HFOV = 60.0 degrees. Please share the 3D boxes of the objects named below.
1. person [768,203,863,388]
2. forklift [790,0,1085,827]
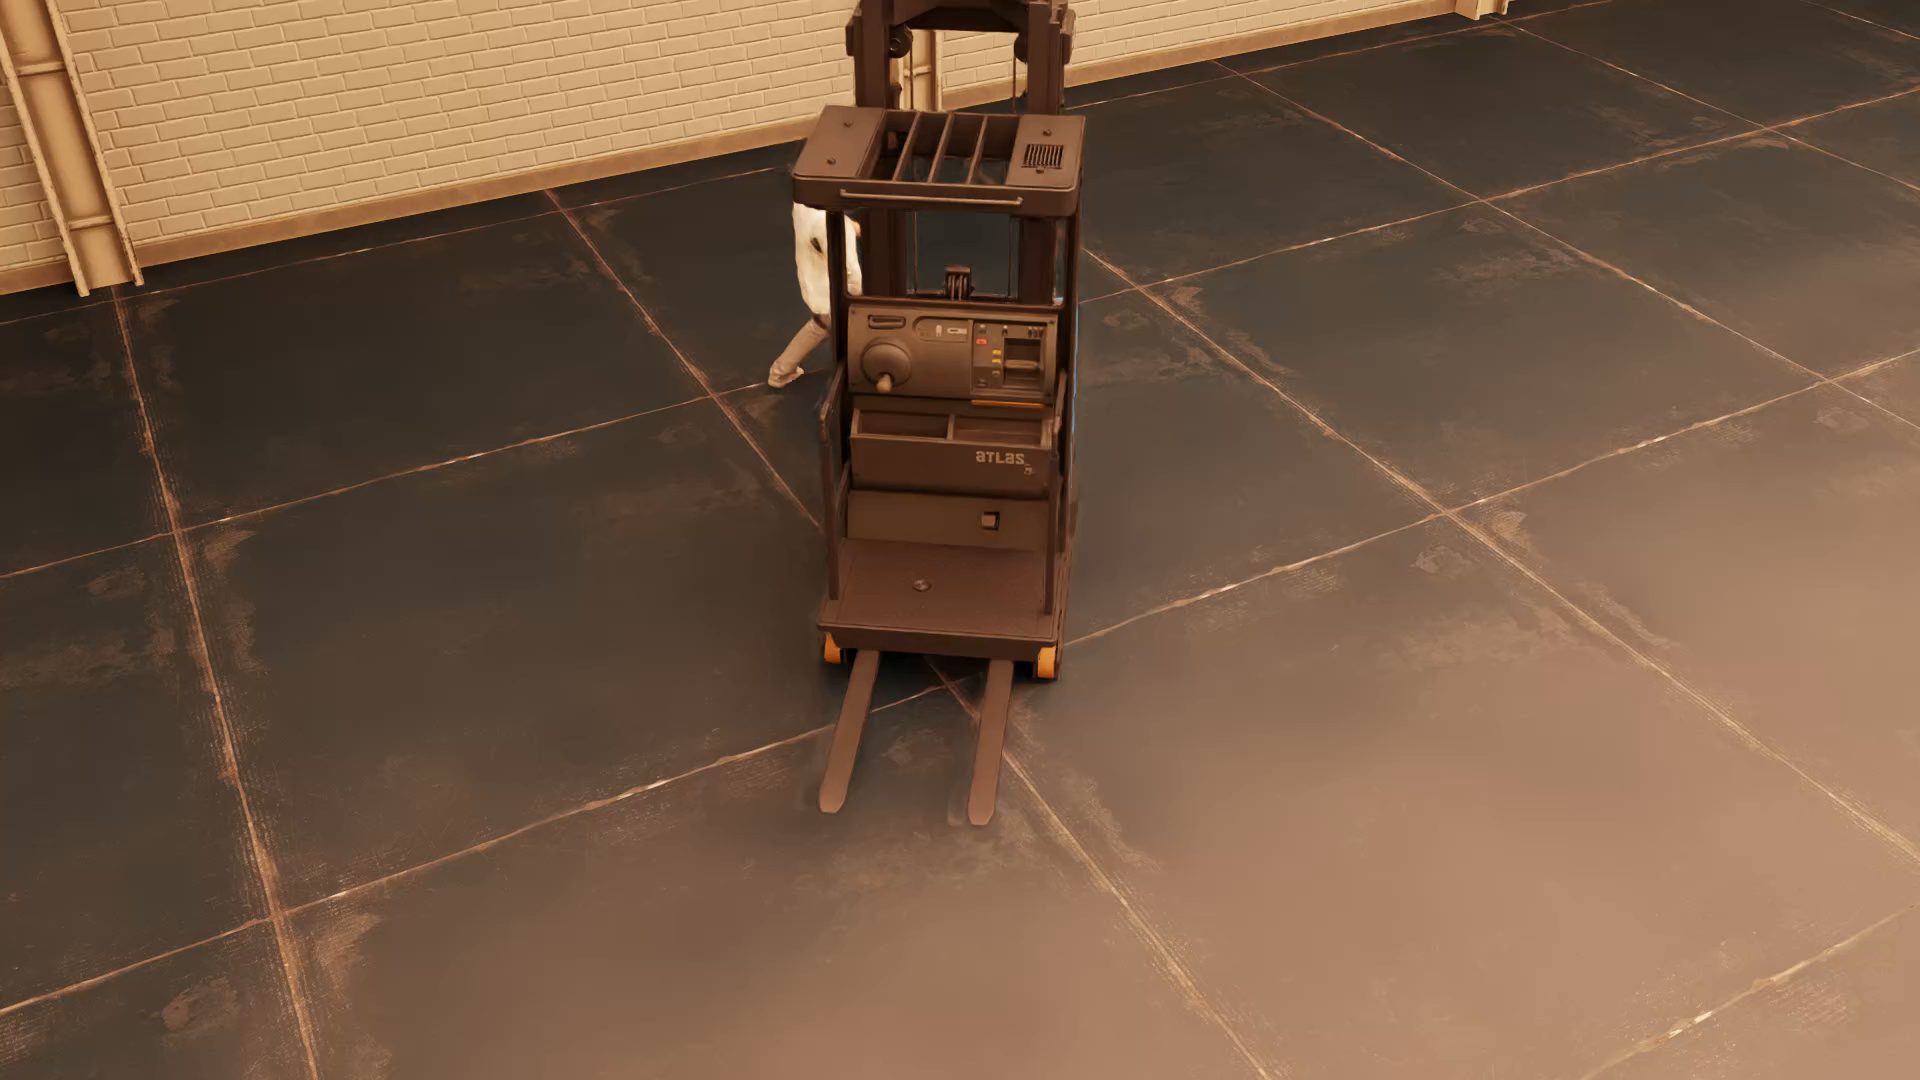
[{"bbox_3d":[-0.629,-1.478,9.404,0.896,1.627,0.982,-11,37,-15],"label":"person"},{"bbox_3d":[-0.059,-0.761,7.199,1.130,2.935,3.031,4,35,5],"label":"forklift"}]
